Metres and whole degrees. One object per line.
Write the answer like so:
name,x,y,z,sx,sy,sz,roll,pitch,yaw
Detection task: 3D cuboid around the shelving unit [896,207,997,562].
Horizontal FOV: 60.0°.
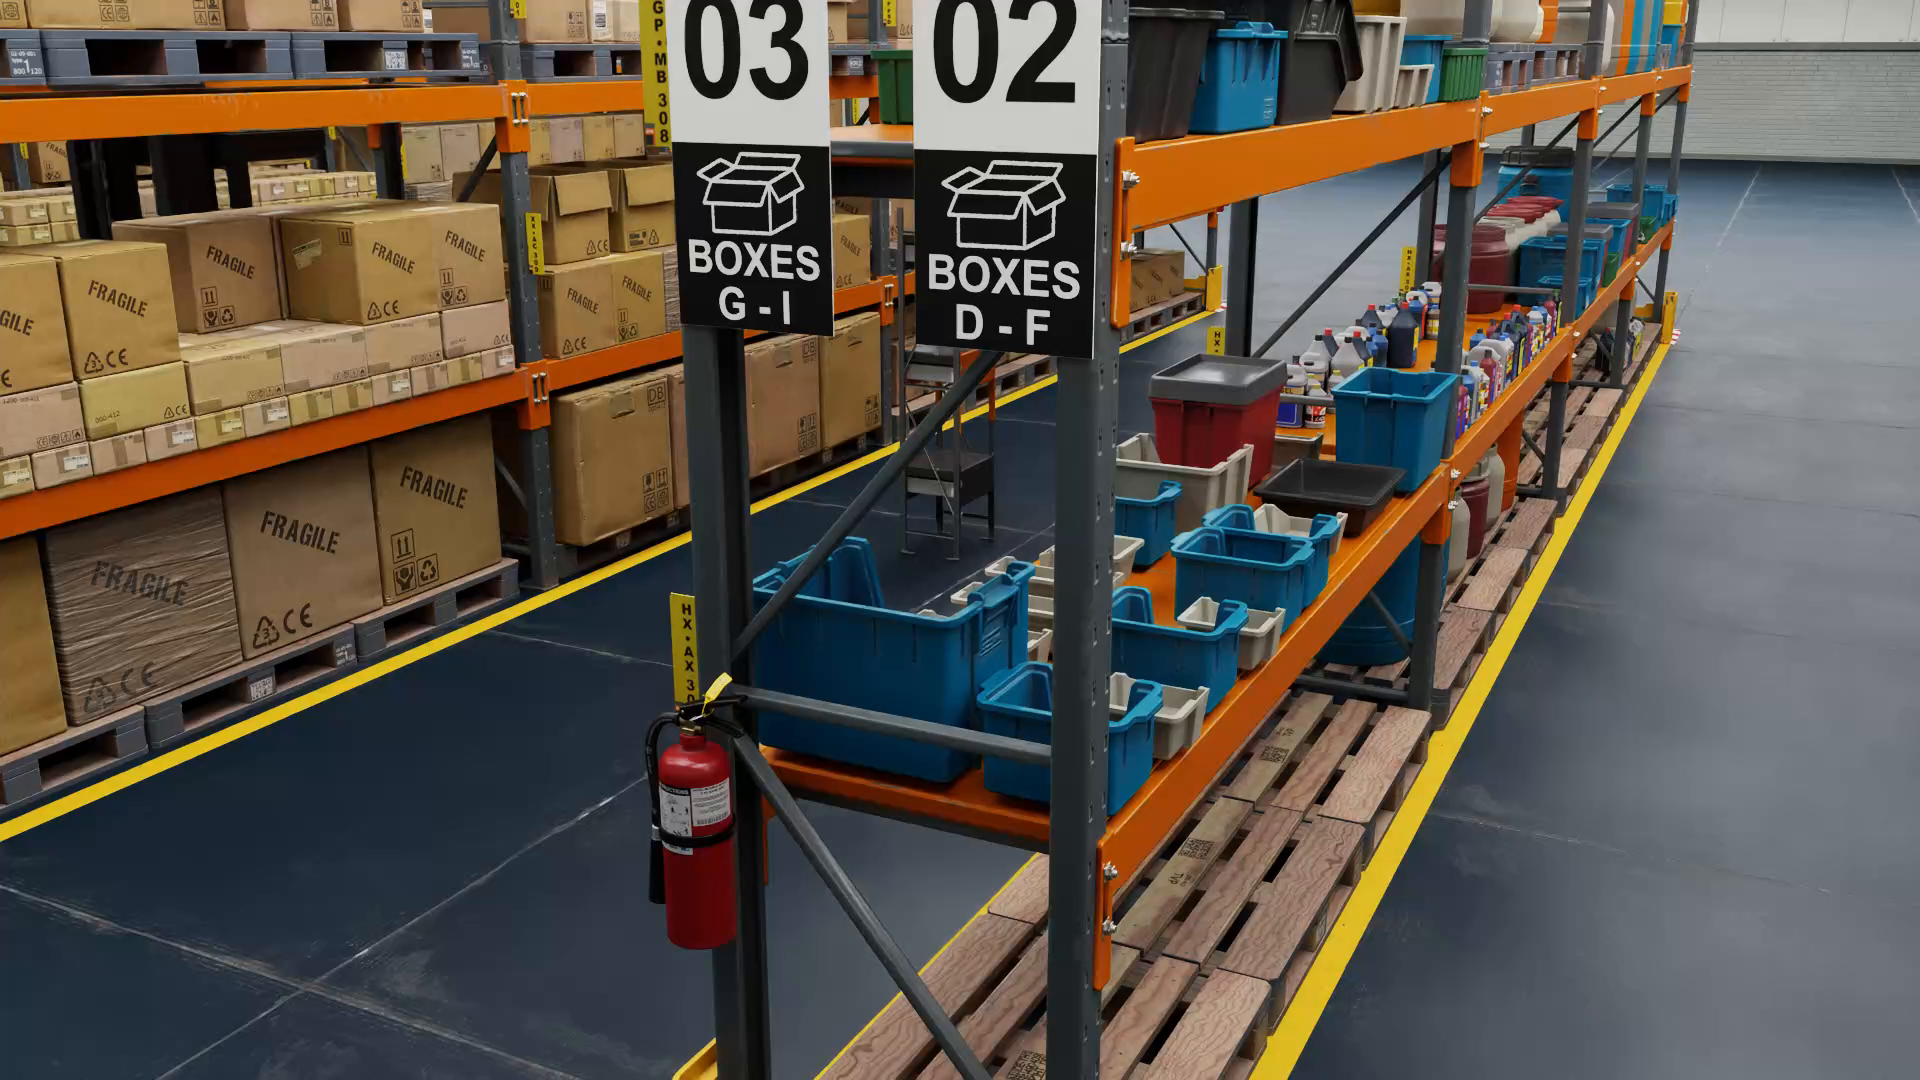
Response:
shelving unit,-0.074,-0.964,10.083,0.431,2.100,0.503,8,18,25

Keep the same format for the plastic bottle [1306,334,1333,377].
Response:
plastic bottle,1.757,-0.838,8.165,0.144,0.351,0.185,8,18,25

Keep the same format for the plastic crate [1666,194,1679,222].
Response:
plastic crate,7.045,-3.406,16.984,0.499,0.251,0.616,8,18,25

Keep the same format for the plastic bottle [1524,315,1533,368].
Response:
plastic bottle,3.116,-1.101,9.167,0.061,0.283,0.133,8,18,25

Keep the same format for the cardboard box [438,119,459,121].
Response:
cardboard box,-7.045,-5.665,21.876,0.700,0.500,0.500,8,18,25

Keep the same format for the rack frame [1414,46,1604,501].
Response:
rack frame,3.426,-1.605,10.660,1.000,3.000,0.127,8,18,25

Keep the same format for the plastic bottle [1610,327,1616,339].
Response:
plastic bottle,6.076,-1.851,15.498,0.152,0.276,0.135,8,18,25

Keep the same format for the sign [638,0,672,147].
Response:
sign,-0.648,-1.021,3.609,0.100,0.325,0.005,8,18,25

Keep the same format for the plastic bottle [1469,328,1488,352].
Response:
plastic bottle,2.738,-0.983,8.791,0.097,0.271,0.097,0,17,0

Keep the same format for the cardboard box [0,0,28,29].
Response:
cardboard box,-4.036,-2.200,6.305,0.700,0.500,0.500,7,18,23

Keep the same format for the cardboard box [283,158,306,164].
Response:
cardboard box,-8.084,-4.760,19.846,0.500,0.500,0.500,8,18,24

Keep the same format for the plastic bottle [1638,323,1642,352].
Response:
plastic bottle,6.373,-1.928,15.759,0.152,0.276,0.135,8,18,24

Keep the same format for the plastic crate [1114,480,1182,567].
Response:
plastic crate,0.539,-0.071,5.685,0.416,0.233,0.300,8,18,25

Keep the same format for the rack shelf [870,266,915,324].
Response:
rack shelf,-0.111,-2.400,14.599,1.077,0.370,4.000,8,18,25

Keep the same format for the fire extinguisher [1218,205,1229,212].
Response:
fire extinguisher,3.033,-4.206,19.554,0.296,0.674,0.183,8,18,25

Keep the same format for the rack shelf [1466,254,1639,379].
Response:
rack shelf,4.320,-1.770,12.477,1.077,0.370,4.000,8,18,25

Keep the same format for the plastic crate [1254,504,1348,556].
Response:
plastic crate,1.129,-0.007,5.636,0.293,0.136,0.466,8,18,25

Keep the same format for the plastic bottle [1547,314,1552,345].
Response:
plastic bottle,3.456,-1.267,9.869,0.097,0.201,0.097,0,17,0

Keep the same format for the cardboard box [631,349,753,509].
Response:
cardboard box,-2.126,-0.792,10.918,1.225,0.875,0.875,7,18,23

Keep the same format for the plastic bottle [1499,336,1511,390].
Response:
plastic bottle,2.780,-0.915,8.562,0.097,0.271,0.097,0,17,0

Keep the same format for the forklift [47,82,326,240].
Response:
forklift,-4.734,-1.600,10.765,1.130,2.935,3.031,8,18,25

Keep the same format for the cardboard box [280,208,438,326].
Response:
cardboard box,-2.986,-1.368,8.287,0.500,0.500,0.500,8,18,26

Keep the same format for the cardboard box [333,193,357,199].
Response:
cardboard box,-5.328,-2.863,14.078,0.380,0.149,0.250,9,19,27

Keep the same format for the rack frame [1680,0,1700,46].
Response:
rack frame,7.001,-6.519,16.666,1.000,3.000,0.127,8,18,25

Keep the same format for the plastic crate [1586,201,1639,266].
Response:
plastic crate,5.271,-2.492,13.535,0.402,0.464,0.583,8,18,25

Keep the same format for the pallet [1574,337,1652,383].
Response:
pallet,6.095,-1.765,16.095,1.003,0.211,1.213,8,18,25

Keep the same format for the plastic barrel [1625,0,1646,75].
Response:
plastic barrel,4.596,-3.812,11.941,0.600,0.901,0.708,8,18,25

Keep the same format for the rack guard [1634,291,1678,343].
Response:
rack guard,7.009,-2.419,17.791,1.175,0.500,0.348,8,18,25

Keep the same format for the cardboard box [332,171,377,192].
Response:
cardboard box,-5.206,-3.075,14.267,0.380,0.149,0.250,7,18,23

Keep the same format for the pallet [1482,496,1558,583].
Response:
pallet,3.111,-0.062,10.363,1.003,0.211,1.213,8,18,25

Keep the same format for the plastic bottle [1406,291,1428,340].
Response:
plastic bottle,2.737,-1.359,10.048,0.152,0.276,0.135,8,18,25

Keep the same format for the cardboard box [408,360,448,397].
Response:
cardboard box,-2.865,-0.846,8.544,0.380,0.149,0.250,8,18,24

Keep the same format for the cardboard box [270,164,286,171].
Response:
cardboard box,-8.200,-4.365,19.654,0.380,0.149,0.250,8,18,24

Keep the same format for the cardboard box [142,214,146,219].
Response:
cardboard box,-6.252,-2.337,12.305,0.380,0.149,0.250,7,18,23

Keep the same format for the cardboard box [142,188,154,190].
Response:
cardboard box,-6.020,-2.610,12.704,0.380,0.149,0.250,9,19,27

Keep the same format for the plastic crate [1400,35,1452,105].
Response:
plastic crate,1.517,-1.671,5.909,0.416,0.233,0.300,8,18,25

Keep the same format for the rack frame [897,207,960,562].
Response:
rack frame,-0.183,-0.902,9.874,0.400,2.100,0.015,8,18,25

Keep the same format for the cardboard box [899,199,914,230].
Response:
cardboard box,-0.640,-2.782,13.709,0.700,0.500,0.500,11,20,33

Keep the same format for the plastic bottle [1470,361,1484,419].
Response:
plastic bottle,2.426,-0.713,7.883,0.097,0.271,0.097,0,17,0

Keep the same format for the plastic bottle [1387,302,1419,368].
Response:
plastic bottle,2.445,-1.134,9.160,0.144,0.351,0.185,8,18,25

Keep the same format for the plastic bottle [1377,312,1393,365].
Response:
plastic bottle,2.324,-1.123,9.255,0.152,0.276,0.135,8,18,25

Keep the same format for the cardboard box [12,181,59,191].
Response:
cardboard box,-9.559,-3.636,17.201,0.380,0.149,0.250,7,18,22

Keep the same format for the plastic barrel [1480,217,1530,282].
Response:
plastic barrel,3.883,-2.055,11.979,0.421,0.512,0.421,0,17,0

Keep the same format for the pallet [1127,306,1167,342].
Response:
pallet,1.595,-2.405,18.250,1.003,0.211,1.213,8,18,25

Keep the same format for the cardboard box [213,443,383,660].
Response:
cardboard box,-3.561,-0.012,8.290,0.875,0.875,0.875,8,18,25

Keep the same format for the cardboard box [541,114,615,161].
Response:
cardboard box,-4.054,-4.180,17.396,0.700,0.500,0.500,8,18,24

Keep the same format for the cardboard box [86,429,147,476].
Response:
cardboard box,-3.668,-0.387,7.002,0.380,0.149,0.250,8,18,24

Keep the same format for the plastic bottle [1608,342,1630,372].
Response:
plastic bottle,5.868,-1.640,14.790,0.152,0.276,0.135,9,19,27

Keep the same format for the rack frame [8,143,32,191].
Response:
rack frame,-9.871,-3.496,17.026,1.000,3.000,0.127,8,18,25

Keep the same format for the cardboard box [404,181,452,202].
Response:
cardboard box,-4.955,-3.020,15.248,0.500,0.500,0.500,8,18,26

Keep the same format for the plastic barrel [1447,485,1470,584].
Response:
plastic barrel,2.546,-0.044,9.036,0.421,0.512,0.421,0,17,0

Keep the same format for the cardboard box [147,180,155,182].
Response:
cardboard box,-6.363,-2.830,13.443,0.380,0.149,0.250,9,19,27

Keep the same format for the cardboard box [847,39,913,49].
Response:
cardboard box,-0.567,-3.688,12.670,0.500,0.250,0.500,8,19,26

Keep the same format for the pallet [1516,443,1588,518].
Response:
pallet,3.807,-0.461,11.705,1.003,0.211,1.213,8,18,25

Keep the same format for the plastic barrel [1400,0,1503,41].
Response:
plastic barrel,2.098,-2.393,7.067,0.433,0.535,0.433,0,17,0

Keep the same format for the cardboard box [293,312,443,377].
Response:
cardboard box,-2.984,-1.009,8.394,0.500,0.250,0.500,9,19,27

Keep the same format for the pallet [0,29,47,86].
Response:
pallet,-4.258,-1.783,6.147,1.003,0.211,1.213,8,18,25

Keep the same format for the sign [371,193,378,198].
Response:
sign,-3.282,-1.800,9.422,0.100,0.325,0.005,8,18,25
